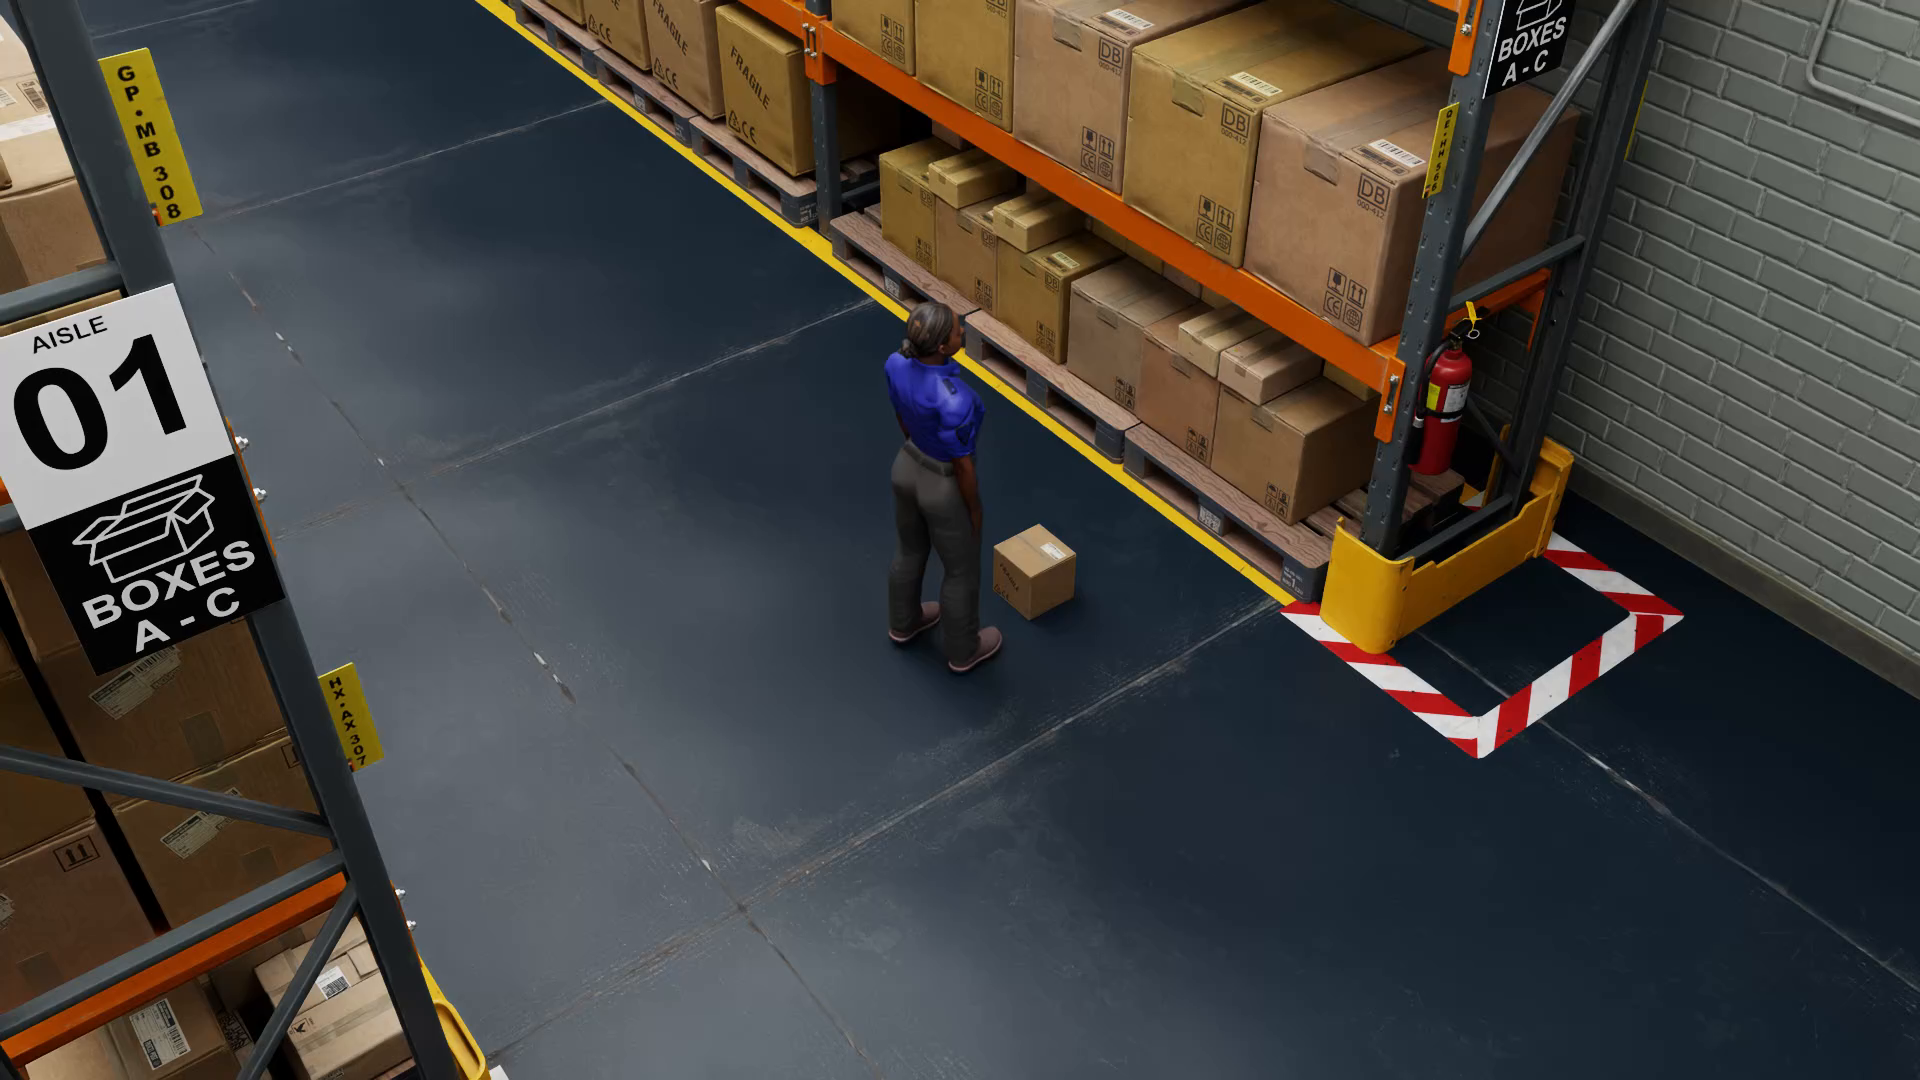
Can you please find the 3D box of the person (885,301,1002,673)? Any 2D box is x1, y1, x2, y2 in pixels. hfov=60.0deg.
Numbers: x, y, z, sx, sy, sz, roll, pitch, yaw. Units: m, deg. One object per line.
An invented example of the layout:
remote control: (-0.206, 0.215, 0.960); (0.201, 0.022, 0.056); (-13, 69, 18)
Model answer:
person: (-0.062, -0.213, 6.391); (0.360, 1.663, 0.440); (-31, 49, -31)
